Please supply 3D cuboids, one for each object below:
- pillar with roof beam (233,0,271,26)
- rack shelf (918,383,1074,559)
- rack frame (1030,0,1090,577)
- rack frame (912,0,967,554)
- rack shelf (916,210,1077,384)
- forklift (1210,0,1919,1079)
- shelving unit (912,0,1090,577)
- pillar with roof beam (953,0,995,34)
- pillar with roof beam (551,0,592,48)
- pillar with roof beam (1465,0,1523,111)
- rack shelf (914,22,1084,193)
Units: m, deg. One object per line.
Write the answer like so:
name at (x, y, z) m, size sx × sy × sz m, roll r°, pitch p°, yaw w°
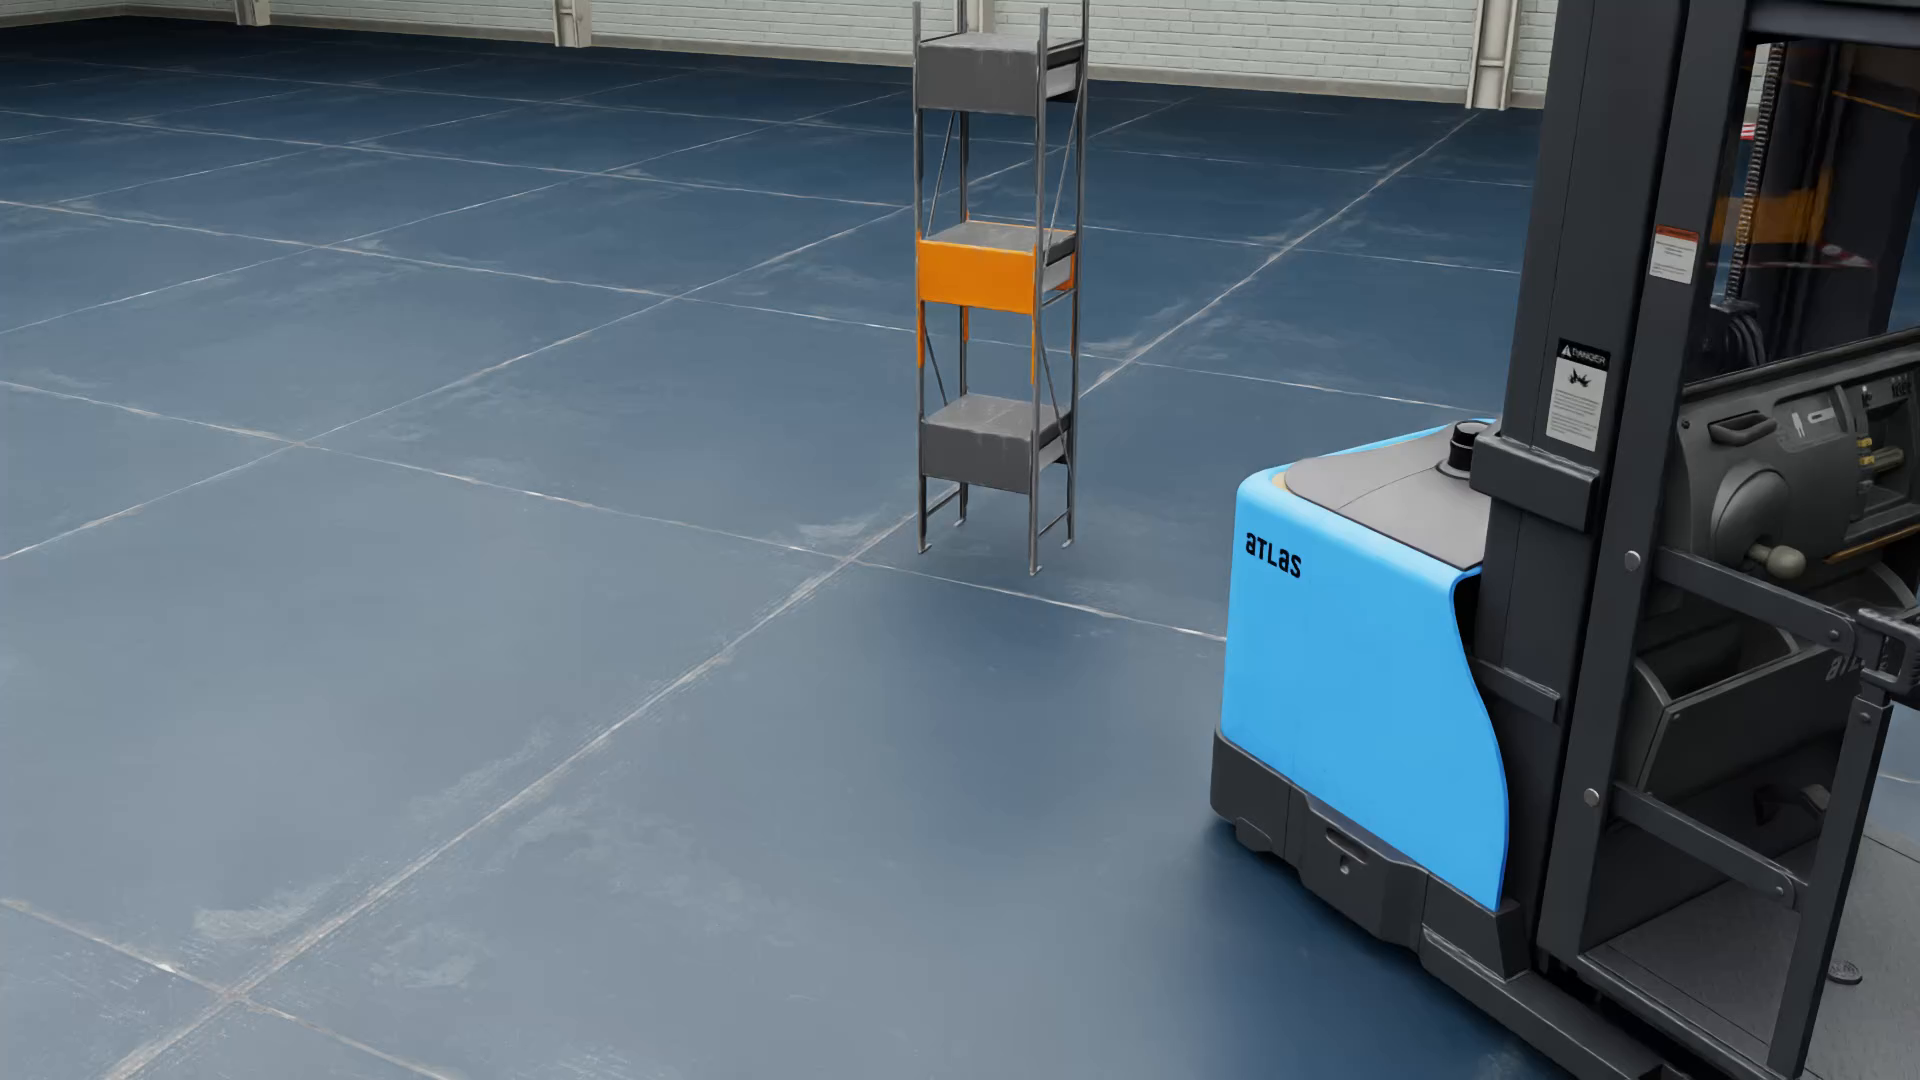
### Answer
pillar with roof beam at (-12.488, -10.343, 19.572) m, size 0.400 × 9.000 × 9.100 m, roll 11°, pitch 25°, yaw 25°
rack shelf at (0.148, -0.280, 6.550) m, size 0.480 × 0.518 × 0.431 m, roll 11°, pitch 25°, yaw 25°
rack frame at (0.365, -0.894, 6.169) m, size 0.015 × 2.100 × 0.400 m, roll 11°, pitch 25°, yaw 25°
rack frame at (-0.070, -0.980, 6.372) m, size 0.015 × 2.100 × 0.400 m, roll 11°, pitch 25°, yaw 25°
rack shelf at (0.148, -0.924, 6.276) m, size 0.480 × 0.518 × 0.431 m, roll 11°, pitch 25°, yaw 25°
forklift at (1.927, -0.145, 3.345) m, size 1.130 × 2.935 × 3.031 m, roll -14°, pitch 27°, yaw -29°
shelving unit at (0.148, -0.937, 6.270) m, size 0.503 × 2.100 × 0.431 m, roll 11°, pitch 25°, yaw 25°
pillar with roof beam at (-1.779, -8.224, 14.589) m, size 0.400 × 9.000 × 9.100 m, roll 11°, pitch 25°, yaw 25°
pillar with roof beam at (-7.134, -9.283, 17.081) m, size 0.400 × 9.000 × 9.100 m, roll 11°, pitch 25°, yaw 25°
pillar with roof beam at (3.575, -7.164, 12.098) m, size 0.400 × 9.000 × 9.100 m, roll 11°, pitch 25°, yaw 25°
rack shelf at (0.148, -1.569, 6.002) m, size 0.480 × 0.518 × 0.431 m, roll 11°, pitch 25°, yaw 25°
